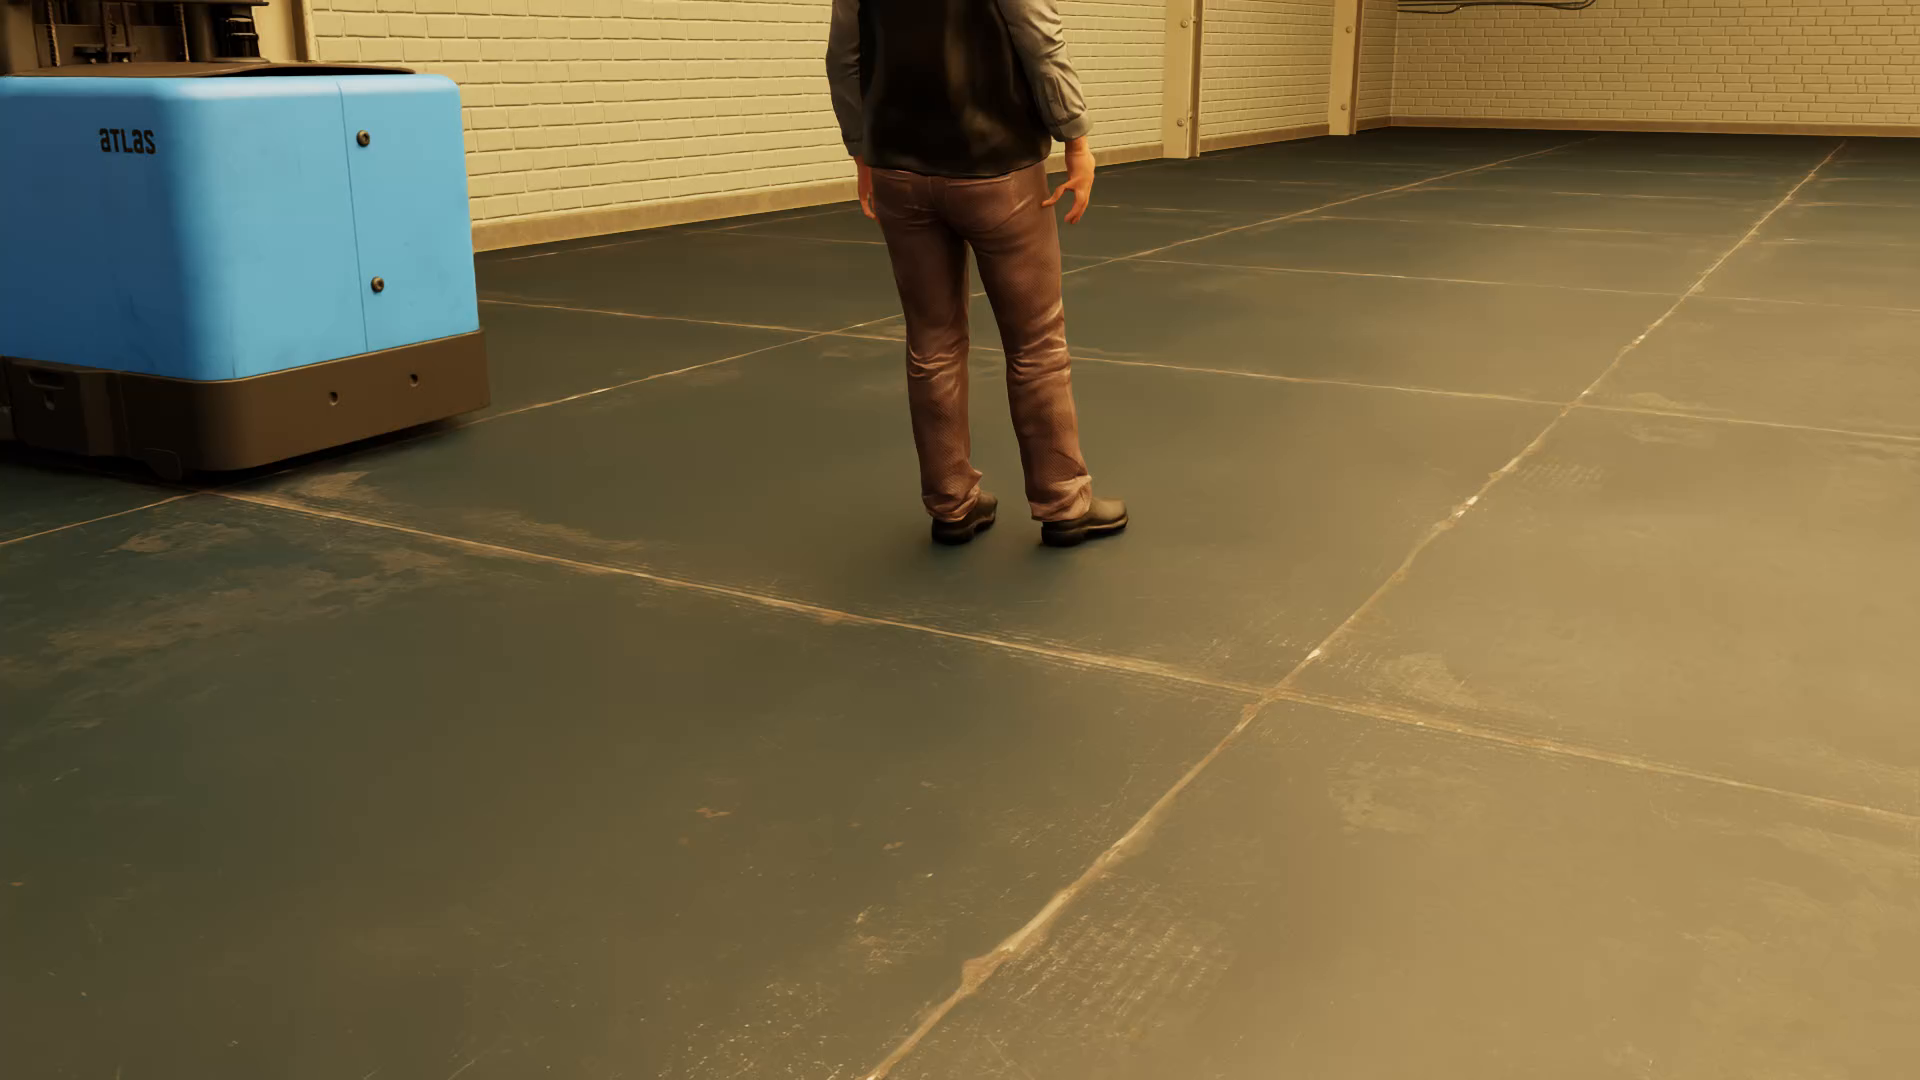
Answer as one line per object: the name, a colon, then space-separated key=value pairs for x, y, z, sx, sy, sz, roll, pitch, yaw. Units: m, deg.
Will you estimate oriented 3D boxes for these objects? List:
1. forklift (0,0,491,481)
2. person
forklift: x=-3.023 y=-1.838 z=5.095 sx=3.031 sy=2.935 sz=1.130 roll=8 pitch=18 yaw=26
person: x=0.038 y=-0.847 z=3.843 sx=0.632 sy=1.720 sz=0.568 roll=9 pitch=19 yaw=28
